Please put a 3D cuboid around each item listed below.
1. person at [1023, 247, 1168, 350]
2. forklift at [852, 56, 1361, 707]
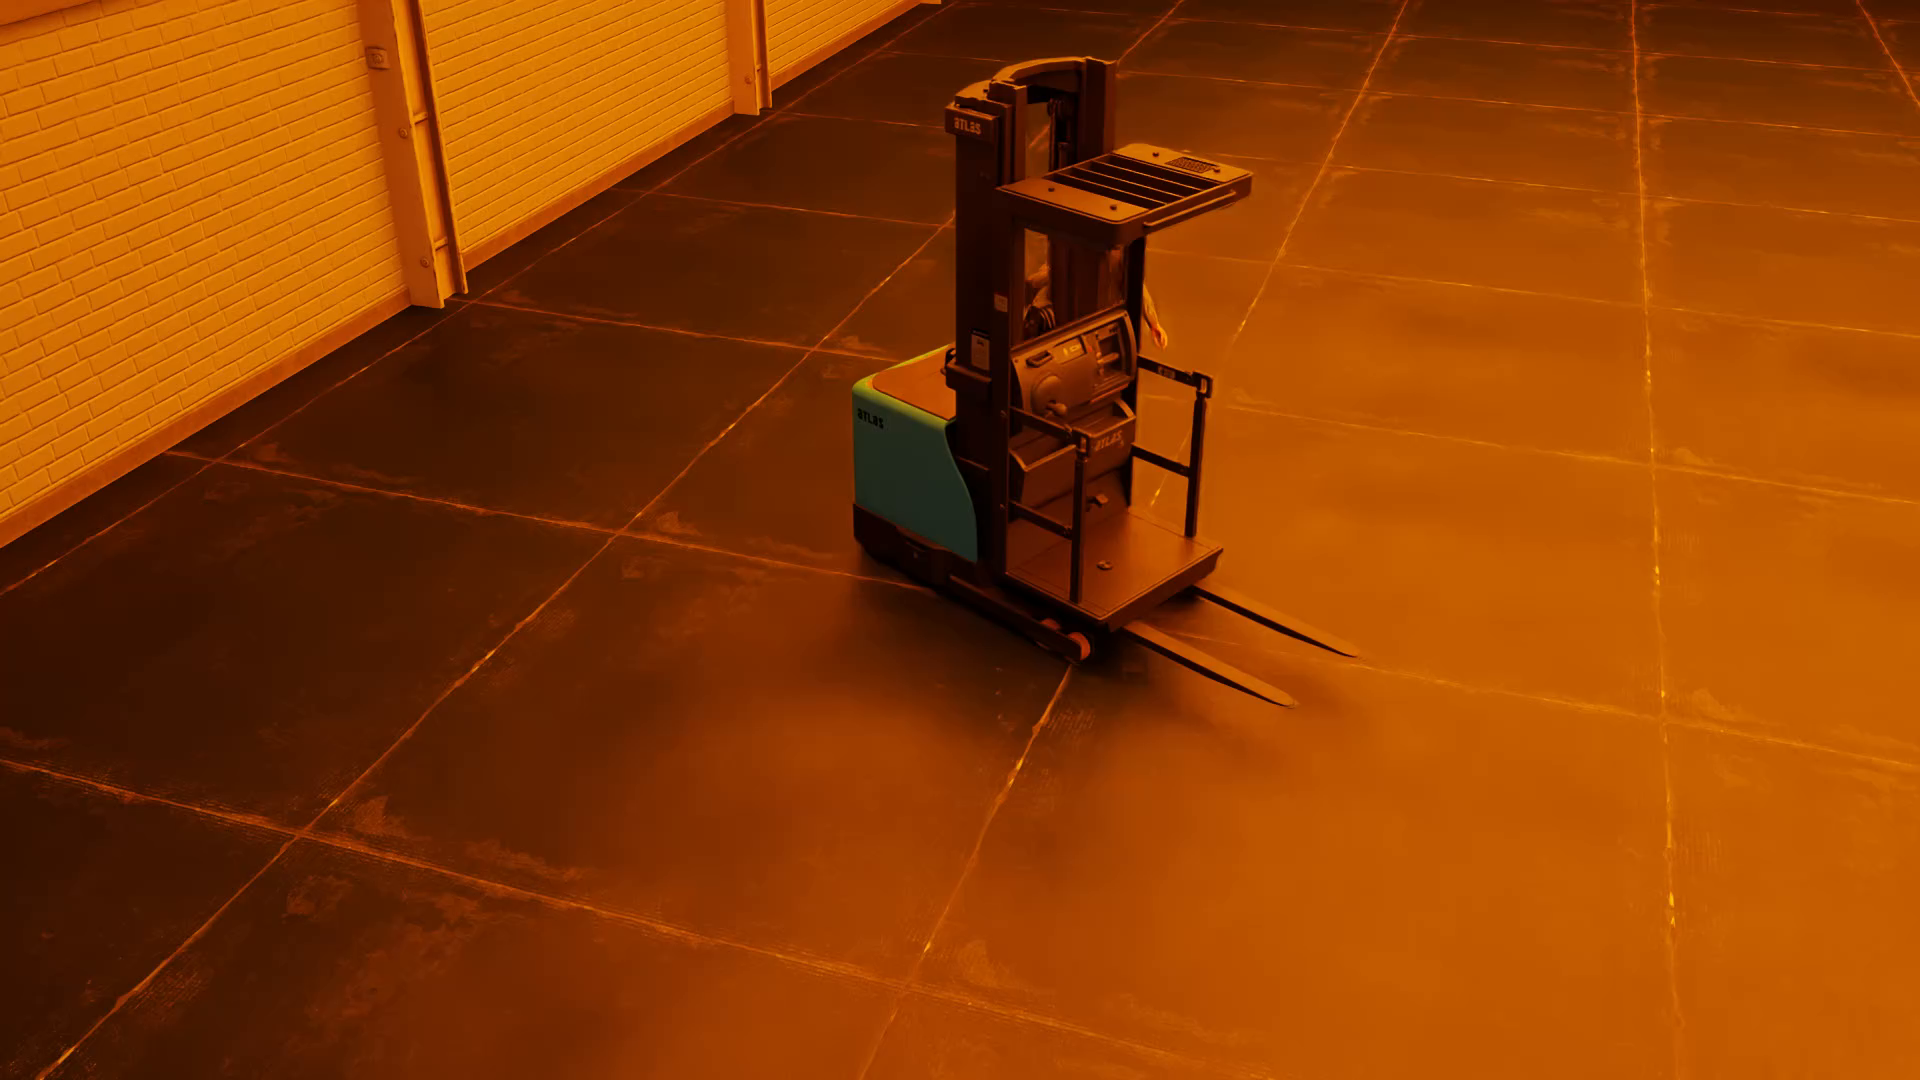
[{"bbox_3d":[0.887,-1.383,11.029,0.967,1.608,0.502,3,30,4],"label":"person"},{"bbox_3d":[0.767,-0.902,8.718,3.031,2.935,1.130,26,39,37],"label":"forklift"}]
